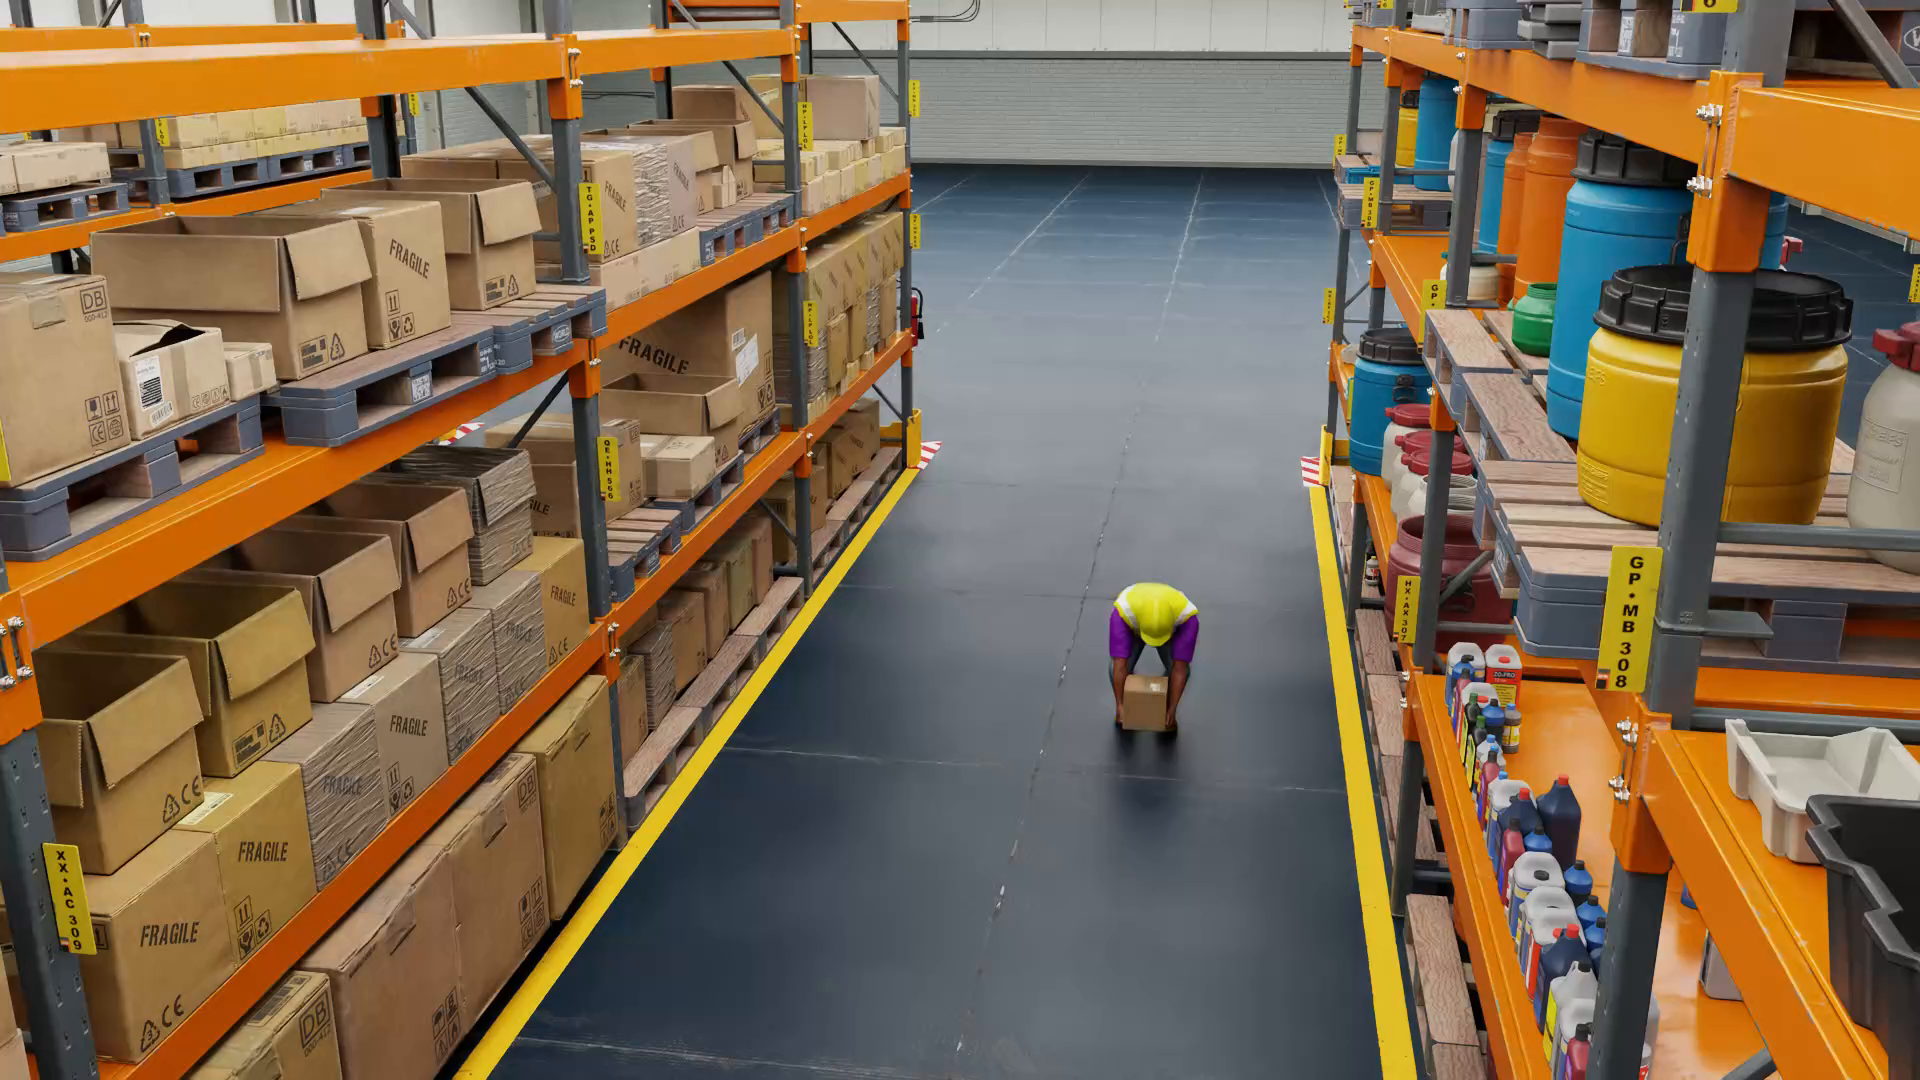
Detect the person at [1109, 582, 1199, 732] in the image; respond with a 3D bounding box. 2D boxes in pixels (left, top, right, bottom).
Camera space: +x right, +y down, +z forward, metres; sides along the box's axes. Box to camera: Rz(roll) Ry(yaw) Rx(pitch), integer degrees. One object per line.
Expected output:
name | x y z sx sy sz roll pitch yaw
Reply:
person | 1.170 0.699 10.080 0.526 1.007 0.947 2 18 7
